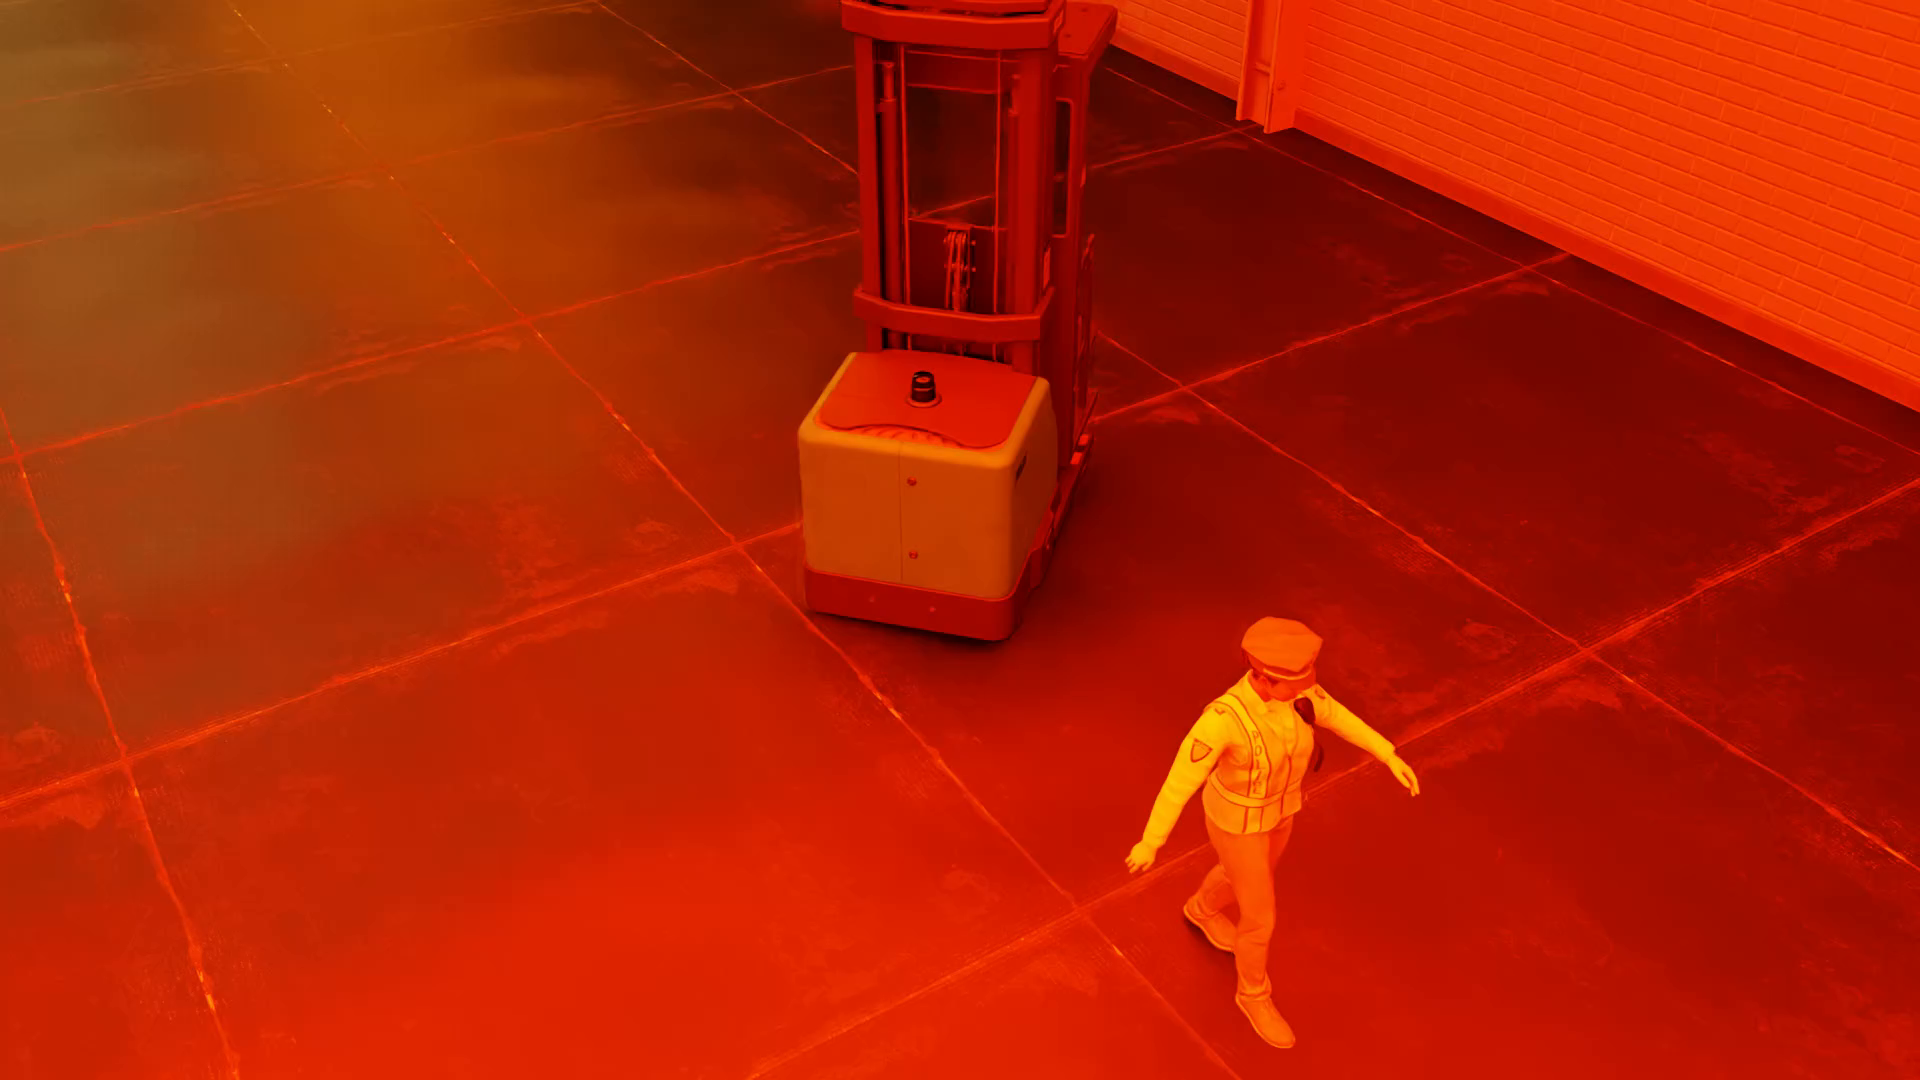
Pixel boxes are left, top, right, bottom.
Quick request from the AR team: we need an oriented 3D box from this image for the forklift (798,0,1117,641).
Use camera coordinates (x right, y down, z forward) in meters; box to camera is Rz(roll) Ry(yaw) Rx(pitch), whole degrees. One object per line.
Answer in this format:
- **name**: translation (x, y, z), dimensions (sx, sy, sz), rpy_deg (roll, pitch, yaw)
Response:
- **forklift**: translation (0.122, -1.566, 8.377), dimensions (1.130, 2.935, 3.031), rpy_deg (9, 36, 12)

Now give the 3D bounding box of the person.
- **person**: translation (1.052, 1.012, 5.850), dimensions (0.893, 1.650, 0.711), rpy_deg (-27, 43, -33)
